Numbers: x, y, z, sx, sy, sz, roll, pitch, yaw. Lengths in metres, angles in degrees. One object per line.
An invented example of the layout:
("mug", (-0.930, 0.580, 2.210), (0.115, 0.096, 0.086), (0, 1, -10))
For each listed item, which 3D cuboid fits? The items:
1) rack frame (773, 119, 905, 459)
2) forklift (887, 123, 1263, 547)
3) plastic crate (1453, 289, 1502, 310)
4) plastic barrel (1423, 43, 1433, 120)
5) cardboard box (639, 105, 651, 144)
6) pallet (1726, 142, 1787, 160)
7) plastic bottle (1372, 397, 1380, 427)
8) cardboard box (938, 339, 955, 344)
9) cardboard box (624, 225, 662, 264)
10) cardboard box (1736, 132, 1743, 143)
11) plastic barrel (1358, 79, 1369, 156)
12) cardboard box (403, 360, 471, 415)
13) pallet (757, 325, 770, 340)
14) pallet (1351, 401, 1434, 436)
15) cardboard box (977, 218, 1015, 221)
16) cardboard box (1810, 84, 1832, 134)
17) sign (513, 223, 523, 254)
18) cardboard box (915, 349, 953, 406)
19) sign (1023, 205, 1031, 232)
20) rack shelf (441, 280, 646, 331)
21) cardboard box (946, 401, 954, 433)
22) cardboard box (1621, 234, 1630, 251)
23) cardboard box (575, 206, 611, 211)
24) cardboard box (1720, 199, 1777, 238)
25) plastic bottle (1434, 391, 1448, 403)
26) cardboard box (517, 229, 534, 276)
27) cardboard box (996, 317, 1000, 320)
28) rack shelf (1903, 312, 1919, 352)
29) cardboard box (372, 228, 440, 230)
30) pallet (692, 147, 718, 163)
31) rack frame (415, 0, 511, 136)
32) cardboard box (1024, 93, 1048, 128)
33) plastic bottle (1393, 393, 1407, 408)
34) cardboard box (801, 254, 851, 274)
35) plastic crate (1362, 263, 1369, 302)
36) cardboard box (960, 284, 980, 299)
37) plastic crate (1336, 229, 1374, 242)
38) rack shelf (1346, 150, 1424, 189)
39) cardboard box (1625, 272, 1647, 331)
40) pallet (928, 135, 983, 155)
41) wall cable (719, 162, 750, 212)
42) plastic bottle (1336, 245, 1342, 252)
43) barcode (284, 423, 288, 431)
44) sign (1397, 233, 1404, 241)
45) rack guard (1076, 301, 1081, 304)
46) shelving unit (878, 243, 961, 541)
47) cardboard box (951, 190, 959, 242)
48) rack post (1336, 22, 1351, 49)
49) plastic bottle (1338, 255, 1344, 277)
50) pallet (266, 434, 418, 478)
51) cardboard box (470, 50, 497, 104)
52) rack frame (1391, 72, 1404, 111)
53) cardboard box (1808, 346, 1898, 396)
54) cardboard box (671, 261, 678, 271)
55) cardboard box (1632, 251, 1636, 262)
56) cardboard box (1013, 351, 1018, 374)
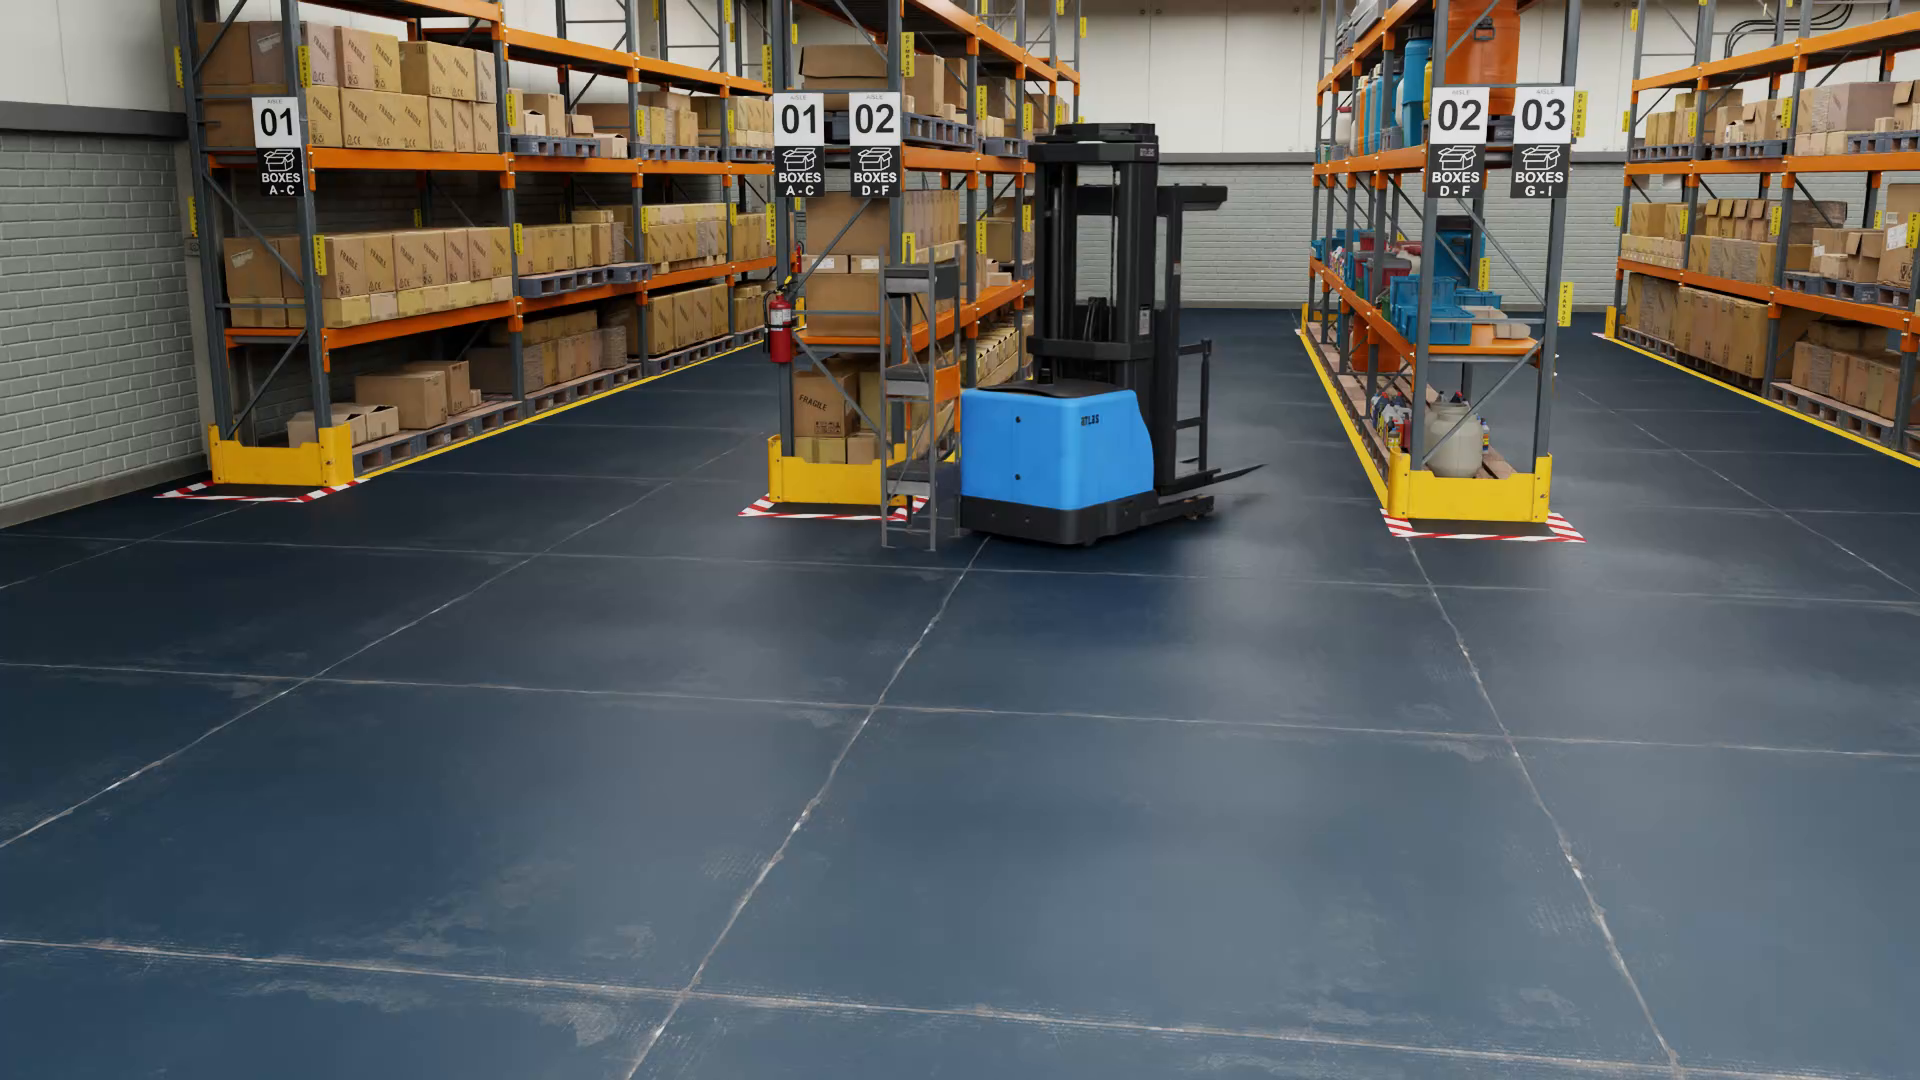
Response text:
("rack frame", (-0.948, -1.797, 13.210), (1.000, 3.000, 0.127), (2, 12, 9))
("forklift", (1.043, -1.605, 12.485), (1.344, 2.935, 3.618), (10, 16, 38))
("plastic crate", (4.659, -2.156, 15.231), (0.499, 0.251, 0.616), (2, 12, 9))
("plastic barrel", (3.995, -3.640, 13.201), (0.600, 0.588, 0.600), (0, 12, 0))
("cardboard box", (-4.566, -5.567, 22.302), (0.700, 0.500, 0.500), (1, 12, 6))
("pallet", (10.286, -4.883, 20.858), (1.003, 0.211, 1.213), (2, 12, 11))
("plastic bottle", (4.056, -1.231, 16.007), (0.152, 0.276, 0.135), (2, 12, 11))
("cardboard box", (-0.320, -2.175, 19.164), (0.500, 0.311, 0.500), (2, 12, 8))
("cardboard box", (-4.286, -3.918, 22.065), (0.500, 0.500, 0.500), (2, 12, 10))
("cardboard box", (10.308, -5.216, 21.558), (0.380, 0.149, 0.250), (1, 12, 6))
("plastic barrel", (4.735, -4.677, 18.435), (0.600, 0.830, 0.708), (2, 12, 9))
("cardboard box", (-5.348, -1.565, 17.023), (0.500, 0.500, 0.500), (1, 12, 4))
("pallet", (-3.618, -3.502, 27.740), (1.003, 0.211, 1.213), (2, 12, 9))
("pallet", (4.643, -1.270, 17.383), (1.003, 0.211, 1.213), (2, 12, 9))
("cardboard box", (0.560, -4.312, 23.648), (0.700, 0.500, 0.500), (4, 13, 18))
("cardboard box", (9.662, -4.705, 18.160), (0.500, 0.500, 0.500), (2, 12, 9))
("sign", (-4.691, -3.196, 17.649), (0.100, 0.325, 0.005), (2, 12, 9))
("cardboard box", (-0.350, -1.545, 15.794), (0.500, 0.500, 0.500), (2, 12, 9))
("sign", (0.831, -4.011, 20.735), (0.100, 0.325, 0.005), (2, 12, 9))
("rack shelf", (-4.921, -2.854, 19.822), (1.077, 0.370, 4.000), (2, 12, 9))
("cardboard box", (-0.337, -1.178, 15.871), (0.500, 0.250, 0.500), (2, 12, 9))
("cardboard box", (10.960, -4.786, 26.733), (0.500, 0.250, 0.500), (2, 12, 7))
("cardboard box", (-4.800, -4.295, 22.032), (0.500, 0.250, 0.500), (2, 12, 10))
("cardboard box", (10.478, -4.236, 21.912), (0.797, 0.503, 0.637), (2, 12, 9))
("plastic bottle", (4.604, -1.249, 15.914), (0.144, 0.351, 0.185), (2, 12, 9))
("cardboard box", (-5.116, -3.158, 18.244), (0.700, 0.500, 0.500), (2, 12, 9))
("cardboard box", (0.274, -2.765, 22.592), (0.500, 0.500, 0.500), (1, 12, 7))
("rack shelf", (9.147, -1.539, 13.724), (1.077, 0.370, 4.000), (2, 12, 9))
("cardboard box", (-5.590, -2.893, 16.827), (0.500, 0.500, 0.500), (2, 12, 8))
("pallet", (-4.090, -5.635, 24.353), (0.805, 0.209, 1.217), (1, 12, 6))
("rack frame", (-5.228, -5.722, 17.182), (1.000, 3.000, 0.127), (2, 12, 9))
("cardboard box", (0.934, -6.401, 24.844), (0.700, 0.500, 0.500), (2, 12, 9))
("plastic bottle", (4.169, -1.229, 15.819), (0.144, 0.351, 0.185), (2, 12, 9))
("cardboard box", (-1.078, -2.248, 13.528), (0.380, 0.149, 0.250), (2, 12, 8))
("plastic crate", (4.423, -2.700, 17.439), (0.392, 0.384, 0.575), (2, 12, 9))
("cardboard box", (0.005, -2.684, 17.925), (0.380, 0.149, 0.250), (2, 12, 9))
("plastic crate", (6.539, -4.937, 27.554), (0.616, 0.435, 0.499), (2, 12, 9))
("rack shelf", (4.868, -3.999, 18.017), (1.077, 0.370, 4.000), (2, 12, 9))
("cardboard box", (11.281, -3.836, 26.721), (0.875, 0.875, 0.875), (2, 12, 9))
("pallet", (-0.210, -4.186, 17.631), (0.805, 0.209, 1.217), (1, 12, 6))
("wall cable", (-4.121, -6.081, 30.678), (0.084, 1.984, 1.851), (2, 12, 9))
("plastic bottle", (5.411, -4.038, 23.727), (0.144, 0.351, 0.185), (2, 12, 9))
("barcode", (-6.041, -1.019, 14.919), (0.001, 0.075, 0.075), (2, 12, 9))
("sign", (6.334, -4.250, 23.939), (0.100, 0.325, 0.005), (2, 12, 9))
("rack guard", (1.501, -3.889, 28.854), (1.175, 0.500, 0.348), (2, 12, 9))
("shelving unit", (-0.276, -1.005, 11.675), (0.431, 2.100, 0.499), (4, 13, 20))
("cardboard box", (-0.395, -3.220, 16.496), (0.700, 0.500, 0.500), (2, 12, 9))
("rack post", (5.631, -6.855, 22.619), (0.937, 0.300, 0.954), (2, 12, 8))
("plastic bottle", (4.992, -3.580, 21.760), (0.061, 0.283, 0.133), (2, 12, 9))
("pallet", (-5.672, -0.777, 15.097), (1.003, 0.211, 1.213), (2, 12, 9))
("cardboard box", (-5.037, -4.690, 16.856), (0.500, 0.500, 0.500), (1, 12, 4))
("rack frame", (4.564, -5.400, 15.692), (0.949, 2.616, 0.053), (2, 12, 9))
("cardboard box", (9.914, -1.877, 18.473), (0.700, 0.500, 0.500), (1, 12, 4))
("cardboard box", (-4.163, -3.838, 23.233), (0.380, 0.149, 0.250), (2, 12, 10))
("cardboard box", (10.804, -4.458, 26.157), (0.380, 0.149, 0.250), (2, 12, 8))
("cardboard box", (0.442, -2.206, 20.638), (0.500, 0.250, 0.500), (2, 12, 10))
